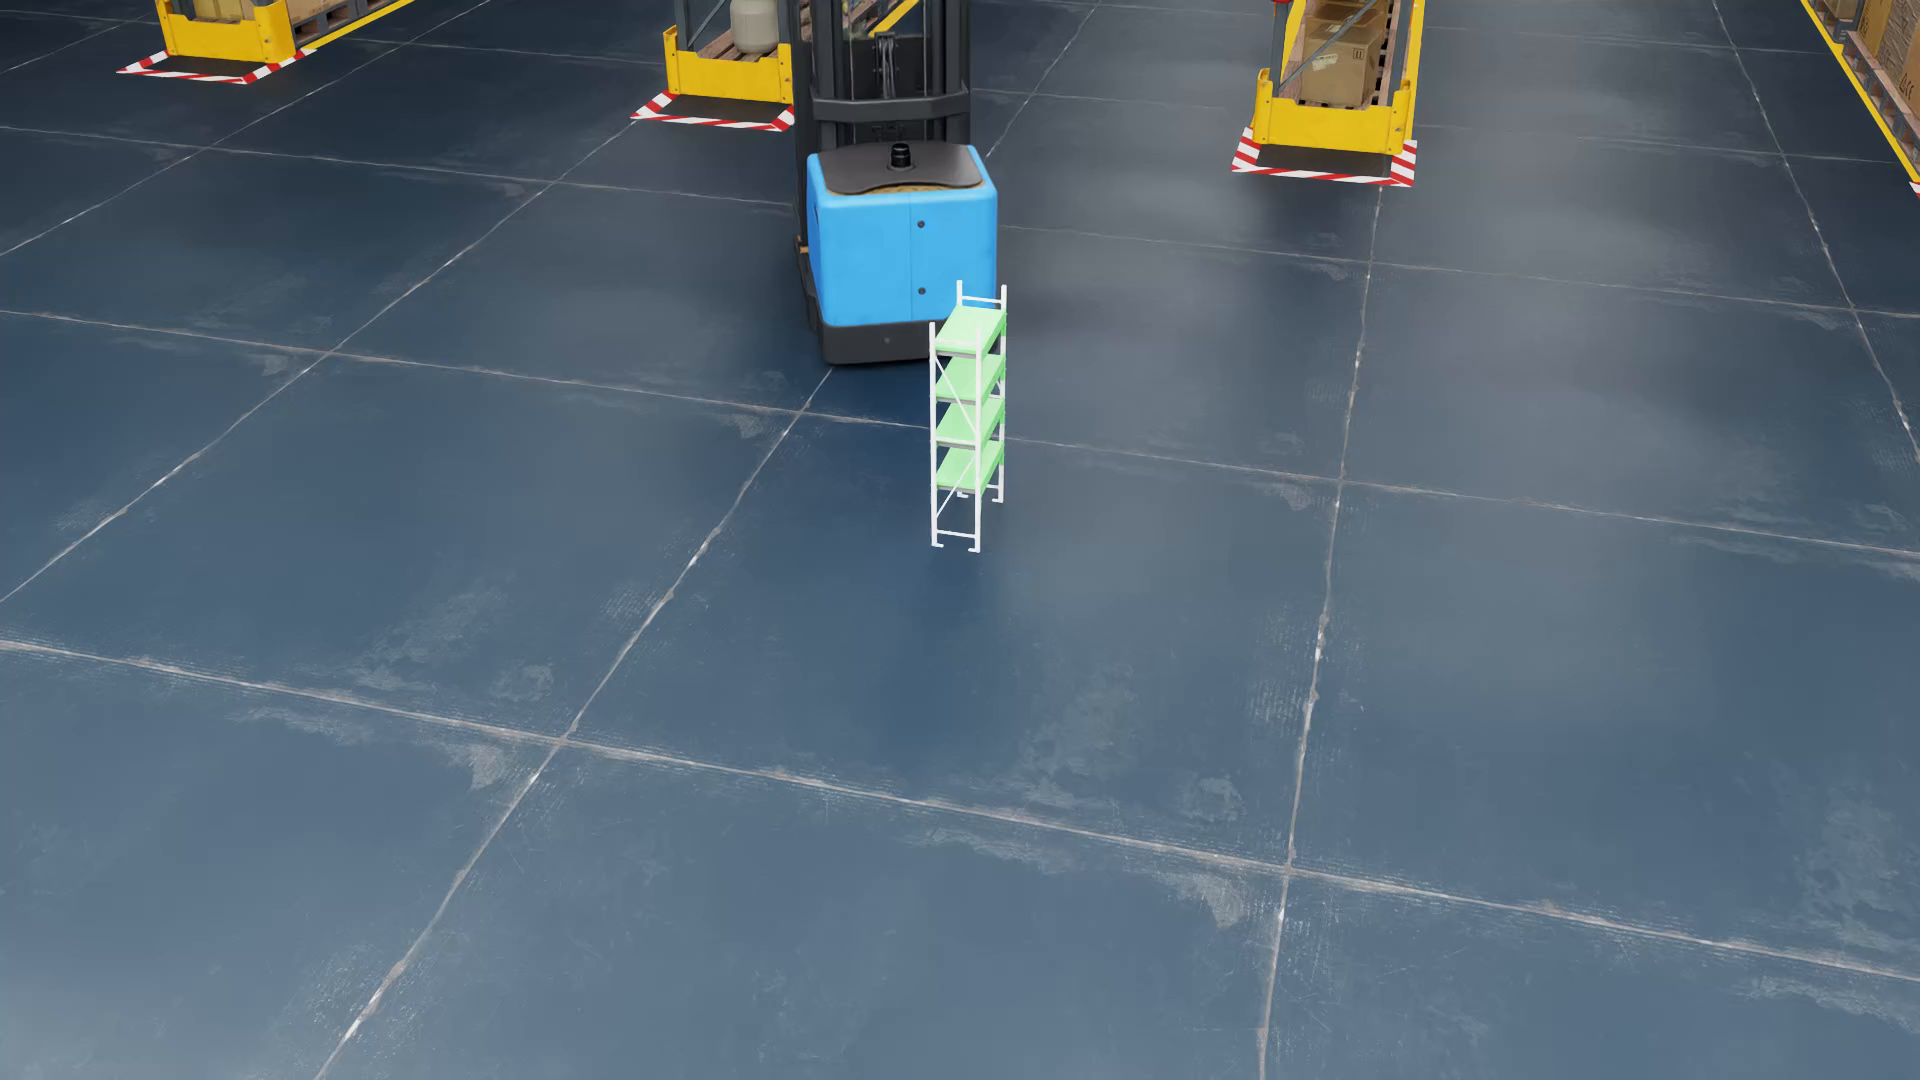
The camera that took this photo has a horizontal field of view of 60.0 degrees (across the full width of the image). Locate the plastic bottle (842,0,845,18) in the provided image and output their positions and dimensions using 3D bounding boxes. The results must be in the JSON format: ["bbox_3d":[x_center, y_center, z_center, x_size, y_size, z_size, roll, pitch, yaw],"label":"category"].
[{"bbox_3d":[-1.126,-5.000,15.452,0.097,0.271,0.097,0,32,0],"label":"plastic bottle"}]

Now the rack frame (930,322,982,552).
[{"bbox_3d":[-0.020,-0.466,7.864,0.240,1.200,0.015,8,33,12],"label":"rack frame"}]

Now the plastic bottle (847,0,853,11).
[{"bbox_3d":[-1.051,-5.120,15.630,0.061,0.283,0.133,9,33,13],"label":"plastic bottle"}]

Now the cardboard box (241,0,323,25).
[{"bbox_3d":[-6.327,-5.009,15.504,0.500,0.250,0.500,8,33,12],"label":"cardboard box"}]

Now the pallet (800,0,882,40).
[{"bbox_3d":[-1.391,-4.988,15.900,1.003,0.211,1.213,8,33,12],"label":"pallet"}]

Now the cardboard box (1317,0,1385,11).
[{"bbox_3d":[3.374,-4.474,14.431,0.500,0.500,0.500,11,34,17],"label":"cardboard box"}]

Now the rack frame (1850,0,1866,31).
[{"bbox_3d":[8.690,-5.741,14.485,1.000,3.000,0.127,8,33,12],"label":"rack frame"}]

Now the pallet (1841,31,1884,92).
[{"bbox_3d":[8.422,-4.180,14.629,1.003,0.211,1.213,8,33,12],"label":"pallet"}]

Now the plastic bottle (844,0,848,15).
[{"bbox_3d":[-1.100,-5.024,15.555,0.097,0.201,0.097,0,32,0],"label":"plastic bottle"}]

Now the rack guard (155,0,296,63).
[{"bbox_3d":[-6.684,-4.676,15.140,1.175,0.500,0.348,8,33,12],"label":"rack guard"}]

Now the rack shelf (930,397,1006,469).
[{"bbox_3d":[0.042,-0.538,8.098,0.258,0.148,0.480,8,33,12],"label":"rack shelf"}]

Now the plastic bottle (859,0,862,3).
[{"bbox_3d":[-0.989,-5.252,15.913,0.097,0.201,0.097,0,32,0],"label":"plastic bottle"}]

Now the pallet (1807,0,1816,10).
[{"bbox_3d":[9.121,-5.610,16.878,1.003,0.211,1.213,8,33,12],"label":"pallet"}]

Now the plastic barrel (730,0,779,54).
[{"bbox_3d":[-1.795,-4.547,14.533,0.421,0.512,0.421,0,32,0],"label":"plastic barrel"}]

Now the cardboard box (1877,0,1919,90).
[{"bbox_3d":[8.238,-4.236,13.707,0.875,0.875,0.875,8,33,13],"label":"cardboard box"}]

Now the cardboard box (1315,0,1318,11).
[{"bbox_3d":[3.640,-5.091,15.400,0.500,0.500,0.500,19,37,27],"label":"cardboard box"}]

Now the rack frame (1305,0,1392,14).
[{"bbox_3d":[3.918,-6.469,15.629,1.000,3.000,0.127,8,33,12],"label":"rack frame"}]

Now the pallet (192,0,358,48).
[{"bbox_3d":[-6.524,-4.969,15.870,1.003,0.211,1.213,8,33,12],"label":"pallet"}]

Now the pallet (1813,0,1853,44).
[{"bbox_3d":[8.813,-4.975,15.879,1.003,0.211,1.213,8,33,12],"label":"pallet"}]

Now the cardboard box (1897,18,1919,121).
[{"bbox_3d":[8.005,-3.764,12.963,0.875,0.875,0.875,8,33,12],"label":"cardboard box"}]

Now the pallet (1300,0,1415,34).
[{"bbox_3d":[3.782,-4.939,15.822,1.003,0.211,1.213,8,33,12],"label":"pallet"}]

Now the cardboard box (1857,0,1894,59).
[{"bbox_3d":[8.463,-4.705,14.444,0.875,0.875,0.875,9,33,13],"label":"cardboard box"}]

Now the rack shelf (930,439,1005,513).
[{"bbox_3d":[0.042,-0.336,8.226,0.258,0.148,0.480,8,33,12],"label":"rack shelf"}]

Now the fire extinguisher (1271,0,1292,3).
[{"bbox_3d":[2.428,-4.364,12.390,0.296,0.674,0.183,8,33,12],"label":"fire extinguisher"}]

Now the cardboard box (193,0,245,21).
[{"bbox_3d":[-6.828,-5.079,15.615,0.500,0.250,0.500,8,33,12],"label":"cardboard box"}]

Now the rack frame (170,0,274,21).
[{"bbox_3d":[-6.678,-5.744,14.489,1.000,3.000,0.127,8,33,12],"label":"rack frame"}]

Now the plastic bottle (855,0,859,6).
[{"bbox_3d":[-1.014,-5.230,15.814,0.097,0.271,0.097,0,32,0],"label":"plastic bottle"}]

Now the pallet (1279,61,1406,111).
[{"bbox_3d":[3.163,-3.672,13.830,1.003,0.211,1.213,8,33,12],"label":"pallet"}]

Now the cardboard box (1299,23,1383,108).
[{"bbox_3d":[3.078,-3.837,13.428,0.500,0.500,0.500,14,35,21],"label":"cardboard box"}]

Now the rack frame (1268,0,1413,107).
[{"bbox_3d":[2.903,-4.393,12.364,1.000,3.000,0.127,8,33,12],"label":"rack frame"}]

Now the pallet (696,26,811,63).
[{"bbox_3d":[-1.703,-4.357,14.907,1.003,0.211,1.213,8,33,12],"label":"pallet"}]

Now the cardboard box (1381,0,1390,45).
[{"bbox_3d":[3.558,-4.758,14.877,0.500,0.500,0.500,5,33,8],"label":"cardboard box"}]

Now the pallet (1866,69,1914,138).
[{"bbox_3d":[8.114,-3.545,13.630,1.003,0.211,1.213,8,33,12],"label":"pallet"}]

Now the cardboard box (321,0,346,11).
[{"bbox_3d":[-6.203,-5.268,15.913,0.500,0.250,0.500,8,33,12],"label":"cardboard box"}]

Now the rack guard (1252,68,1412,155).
[{"bbox_3d":[2.922,-3.378,13.097,1.175,0.500,0.348,8,33,12],"label":"rack guard"}]

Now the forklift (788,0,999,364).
[{"bbox_3d":[-0.519,-3.043,10.304,1.130,2.935,3.031,-5,33,-8],"label":"forklift"}]

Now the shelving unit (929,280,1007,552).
[{"bbox_3d":[0.042,-0.592,8.063,0.258,1.200,0.503,8,33,12],"label":"shelving unit"}]

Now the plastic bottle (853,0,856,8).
[{"bbox_3d":[-1.039,-5.178,15.732,0.097,0.271,0.097,0,32,0],"label":"plastic bottle"}]

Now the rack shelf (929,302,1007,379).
[{"bbox_3d":[0.042,-0.943,7.840,0.258,0.148,0.480,8,33,12],"label":"rack shelf"}]

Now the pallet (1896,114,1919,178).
[{"bbox_3d":[7.802,-2.914,12.637,1.003,0.211,1.213,8,33,12],"label":"pallet"}]

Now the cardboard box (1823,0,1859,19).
[{"bbox_3d":[8.761,-5.303,15.502,1.050,0.750,0.750,8,33,12],"label":"cardboard box"}]

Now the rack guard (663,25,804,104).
[{"bbox_3d":[-1.914,-4.058,14.168,1.175,0.500,0.348,8,33,12],"label":"rack guard"}]

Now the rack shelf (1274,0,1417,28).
[{"bbox_3d":[3.411,-5.127,14.190,1.077,0.370,4.000,8,33,12],"label":"rack shelf"}]

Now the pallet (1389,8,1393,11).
[{"bbox_3d":[4.114,-5.696,17.013,1.003,0.211,1.213,8,33,12],"label":"pallet"}]

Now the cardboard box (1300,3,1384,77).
[{"bbox_3d":[3.196,-4.152,13.924,0.500,0.500,0.500,17,36,25],"label":"cardboard box"}]

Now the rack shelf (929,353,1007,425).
[{"bbox_3d":[0.042,-0.741,7.969,0.258,0.148,0.480,8,33,12],"label":"rack shelf"}]

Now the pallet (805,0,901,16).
[{"bbox_3d":[-1.083,-5.623,16.899,1.003,0.211,1.213,8,33,12],"label":"pallet"}]

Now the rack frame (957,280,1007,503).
[{"bbox_3d":[0.104,-0.719,8.262,0.240,1.200,0.015,8,33,12],"label":"rack frame"}]

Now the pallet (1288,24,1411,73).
[{"bbox_3d":[3.474,-4.304,14.823,1.003,0.211,1.213,8,33,12],"label":"pallet"}]

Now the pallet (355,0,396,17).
[{"bbox_3d":[-6.213,-5.601,16.863,1.003,0.211,1.213,8,33,12],"label":"pallet"}]

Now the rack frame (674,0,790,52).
[{"bbox_3d":[-1.888,-5.067,13.425,1.000,3.000,0.127,8,33,12],"label":"rack frame"}]
